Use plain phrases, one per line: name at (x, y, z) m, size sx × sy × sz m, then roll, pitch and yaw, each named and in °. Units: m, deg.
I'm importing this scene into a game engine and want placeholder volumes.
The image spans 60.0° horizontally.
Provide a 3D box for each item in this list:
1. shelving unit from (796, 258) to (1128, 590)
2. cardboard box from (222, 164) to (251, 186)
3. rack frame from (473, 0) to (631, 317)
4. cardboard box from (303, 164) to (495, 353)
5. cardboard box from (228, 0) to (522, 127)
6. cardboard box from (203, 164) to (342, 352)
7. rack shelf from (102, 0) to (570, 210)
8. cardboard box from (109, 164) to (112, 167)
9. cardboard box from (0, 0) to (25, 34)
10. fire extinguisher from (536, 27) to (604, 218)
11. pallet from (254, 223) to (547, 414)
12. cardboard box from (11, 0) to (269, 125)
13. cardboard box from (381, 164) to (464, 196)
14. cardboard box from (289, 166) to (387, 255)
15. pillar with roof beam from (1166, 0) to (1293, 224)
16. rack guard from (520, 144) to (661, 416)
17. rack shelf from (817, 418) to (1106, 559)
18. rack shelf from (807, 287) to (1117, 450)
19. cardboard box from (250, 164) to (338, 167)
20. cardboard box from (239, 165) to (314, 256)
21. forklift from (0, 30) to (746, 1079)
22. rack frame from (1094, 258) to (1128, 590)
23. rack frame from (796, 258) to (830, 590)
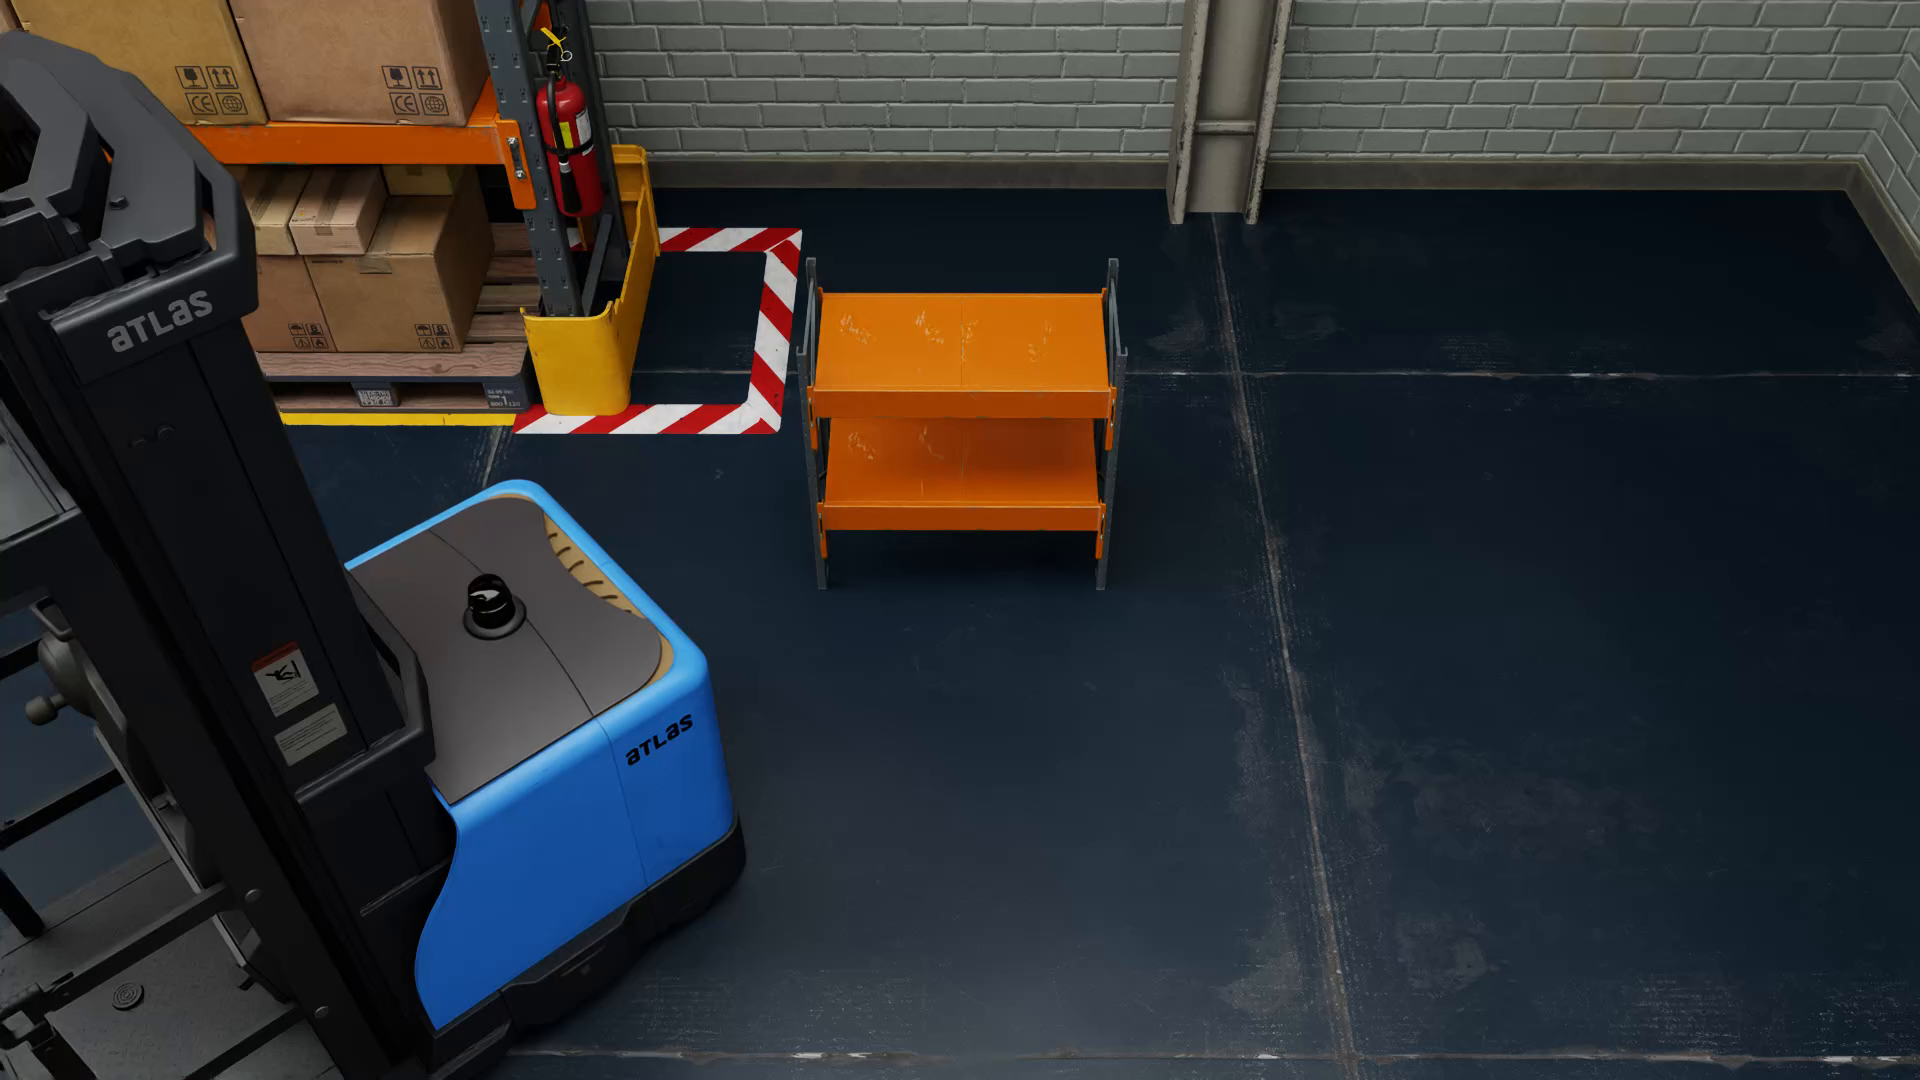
shelving unit at (0.007, -0.383, 5.838) m, size 1.048 × 1.125 × 0.538 m, roll 0°, pitch 47°, yaw 0°
cardboard box at (-2.873, -1.542, 6.613) m, size 0.250 × 0.149 × 0.380 m, roll 1°, pitch 47°, yaw 0°
rack frame at (-1.541, -1.953, 6.018) m, size 0.127 × 3.000 × 1.000 m, roll 0°, pitch 47°, yaw 0°
cardboard box at (-2.242, -1.173, 6.713) m, size 0.500 × 0.500 × 0.700 m, roll 0°, pitch 47°, yaw 0°
cardboard box at (-2.051, -2.049, 5.903) m, size 0.700 × 0.700 × 0.980 m, roll 2°, pitch 47°, yaw 2°
cardboard box at (-2.742, -1.174, 6.714) m, size 0.500 × 0.500 × 0.700 m, roll 0°, pitch 47°, yaw 0°
rack shelf at (-3.541, -1.713, 6.287) m, size 4.000 × 0.370 × 1.077 m, roll 0°, pitch 47°, yaw 0°
cardboard box at (-3.384, -1.542, 6.614) m, size 0.250 × 0.149 × 0.380 m, roll 1°, pitch 47°, yaw 1°
cardboard box at (-3.541, -2.052, 5.905) m, size 0.700 × 0.700 × 0.980 m, roll -2°, pitch 47°, yaw -2°
fire extinguisher at (-1.392, -1.461, 5.868) m, size 0.183 × 0.674 × 0.296 m, roll 0°, pitch 47°, yaw 0°
pallet at (-2.341, -0.947, 6.988) m, size 1.213 × 0.211 × 1.003 m, roll 0°, pitch 47°, yaw 0°
cardboard box at (-2.779, -2.043, 5.897) m, size 0.700 × 0.700 × 0.980 m, roll 0°, pitch 47°, yaw 0°
cardboard box at (-2.116, -1.540, 6.612) m, size 0.250 × 0.149 × 0.380 m, roll 0°, pitch 47°, yaw 0°
cardboard box at (-2.371, -1.261, 6.352) m, size 0.250 × 0.149 × 0.380 m, roll 0°, pitch 47°, yaw 0°
pillar with roof beam at (1.146, -1.471, 1.472) m, size 0.400 × 9.000 × 9.100 m, roll 0°, pitch 47°, yaw 0°
rack guard at (-1.517, -1.101, 6.933) m, size 0.348 × 0.500 × 1.175 m, roll 0°, pitch 47°, yaw 0°
rack shelf at (0.007, -0.217, 6.017) m, size 1.000 × 0.278 × 0.538 m, roll 0°, pitch 47°, yaw 0°
rack shelf at (0.007, -0.583, 5.624) m, size 1.000 × 0.278 × 0.538 m, roll 0°, pitch 47°, yaw 0°
cardboard box at (-2.622, -1.541, 6.612) m, size 0.250 × 0.149 × 0.380 m, roll 0°, pitch 47°, yaw 0°
cardboard box at (-2.626, -1.261, 6.352) m, size 0.250 × 0.149 × 0.380 m, roll 1°, pitch 47°, yaw 1°
forklift at (-2.116, 0.497, 3.785) m, size 3.031 × 2.935 × 1.130 m, roll -32°, pitch 55°, yaw -26°
rack frame at (0.515, -0.382, 5.837) m, size 0.032 × 1.125 × 0.500 m, roll 0°, pitch 47°, yaw 0°
rack frame at (-0.502, -0.385, 5.840) m, size 0.032 × 1.125 × 0.500 m, roll 0°, pitch 47°, yaw 0°
